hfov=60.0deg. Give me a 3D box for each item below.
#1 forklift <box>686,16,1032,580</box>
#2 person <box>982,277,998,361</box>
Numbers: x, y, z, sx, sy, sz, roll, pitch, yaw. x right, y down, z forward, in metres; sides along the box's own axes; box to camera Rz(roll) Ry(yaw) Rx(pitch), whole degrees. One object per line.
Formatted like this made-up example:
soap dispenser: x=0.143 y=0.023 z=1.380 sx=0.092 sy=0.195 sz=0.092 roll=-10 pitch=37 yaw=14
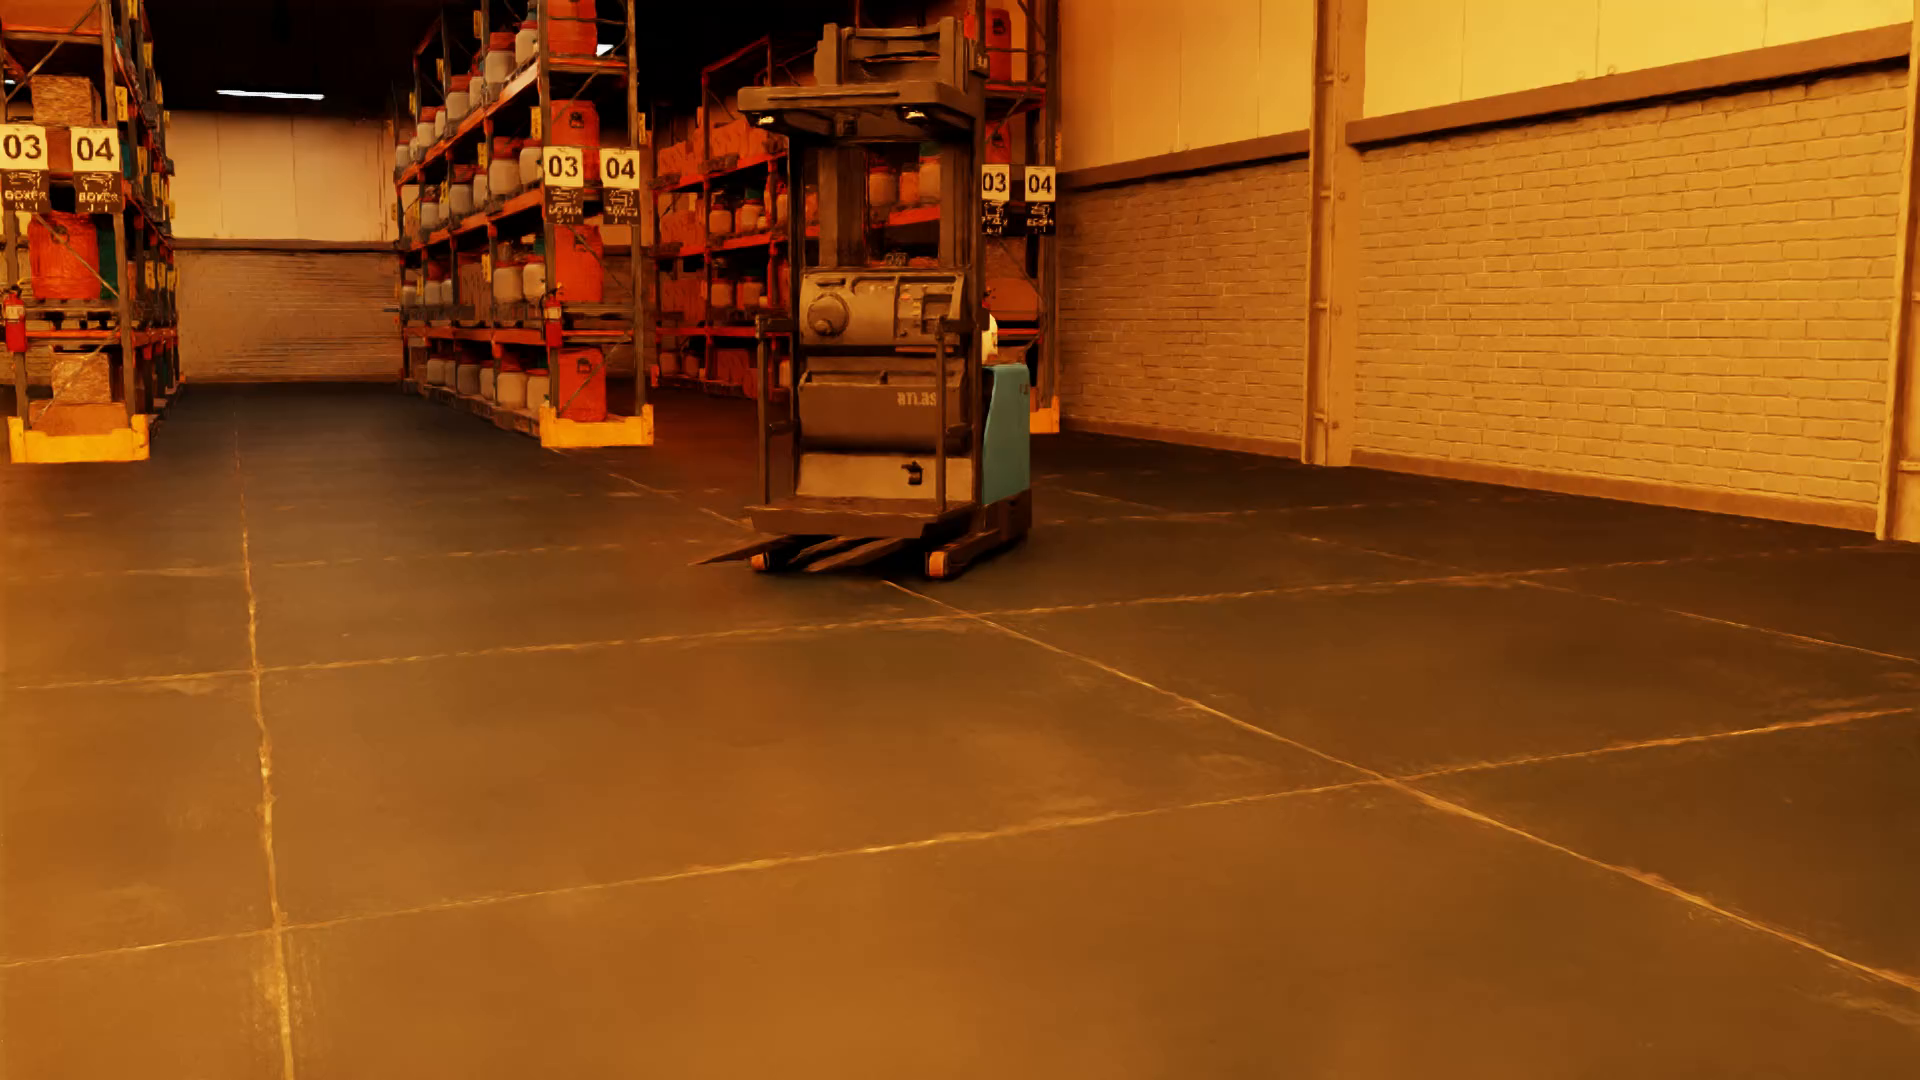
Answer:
forklift: x=-0.490 y=-1.303 z=8.825 sx=1.130 sy=2.935 sz=3.031 roll=2 pitch=8 yaw=17
person: x=-0.021 y=-0.813 z=9.927 sx=0.475 sy=1.680 sz=0.563 roll=3 pitch=8 yaw=19
